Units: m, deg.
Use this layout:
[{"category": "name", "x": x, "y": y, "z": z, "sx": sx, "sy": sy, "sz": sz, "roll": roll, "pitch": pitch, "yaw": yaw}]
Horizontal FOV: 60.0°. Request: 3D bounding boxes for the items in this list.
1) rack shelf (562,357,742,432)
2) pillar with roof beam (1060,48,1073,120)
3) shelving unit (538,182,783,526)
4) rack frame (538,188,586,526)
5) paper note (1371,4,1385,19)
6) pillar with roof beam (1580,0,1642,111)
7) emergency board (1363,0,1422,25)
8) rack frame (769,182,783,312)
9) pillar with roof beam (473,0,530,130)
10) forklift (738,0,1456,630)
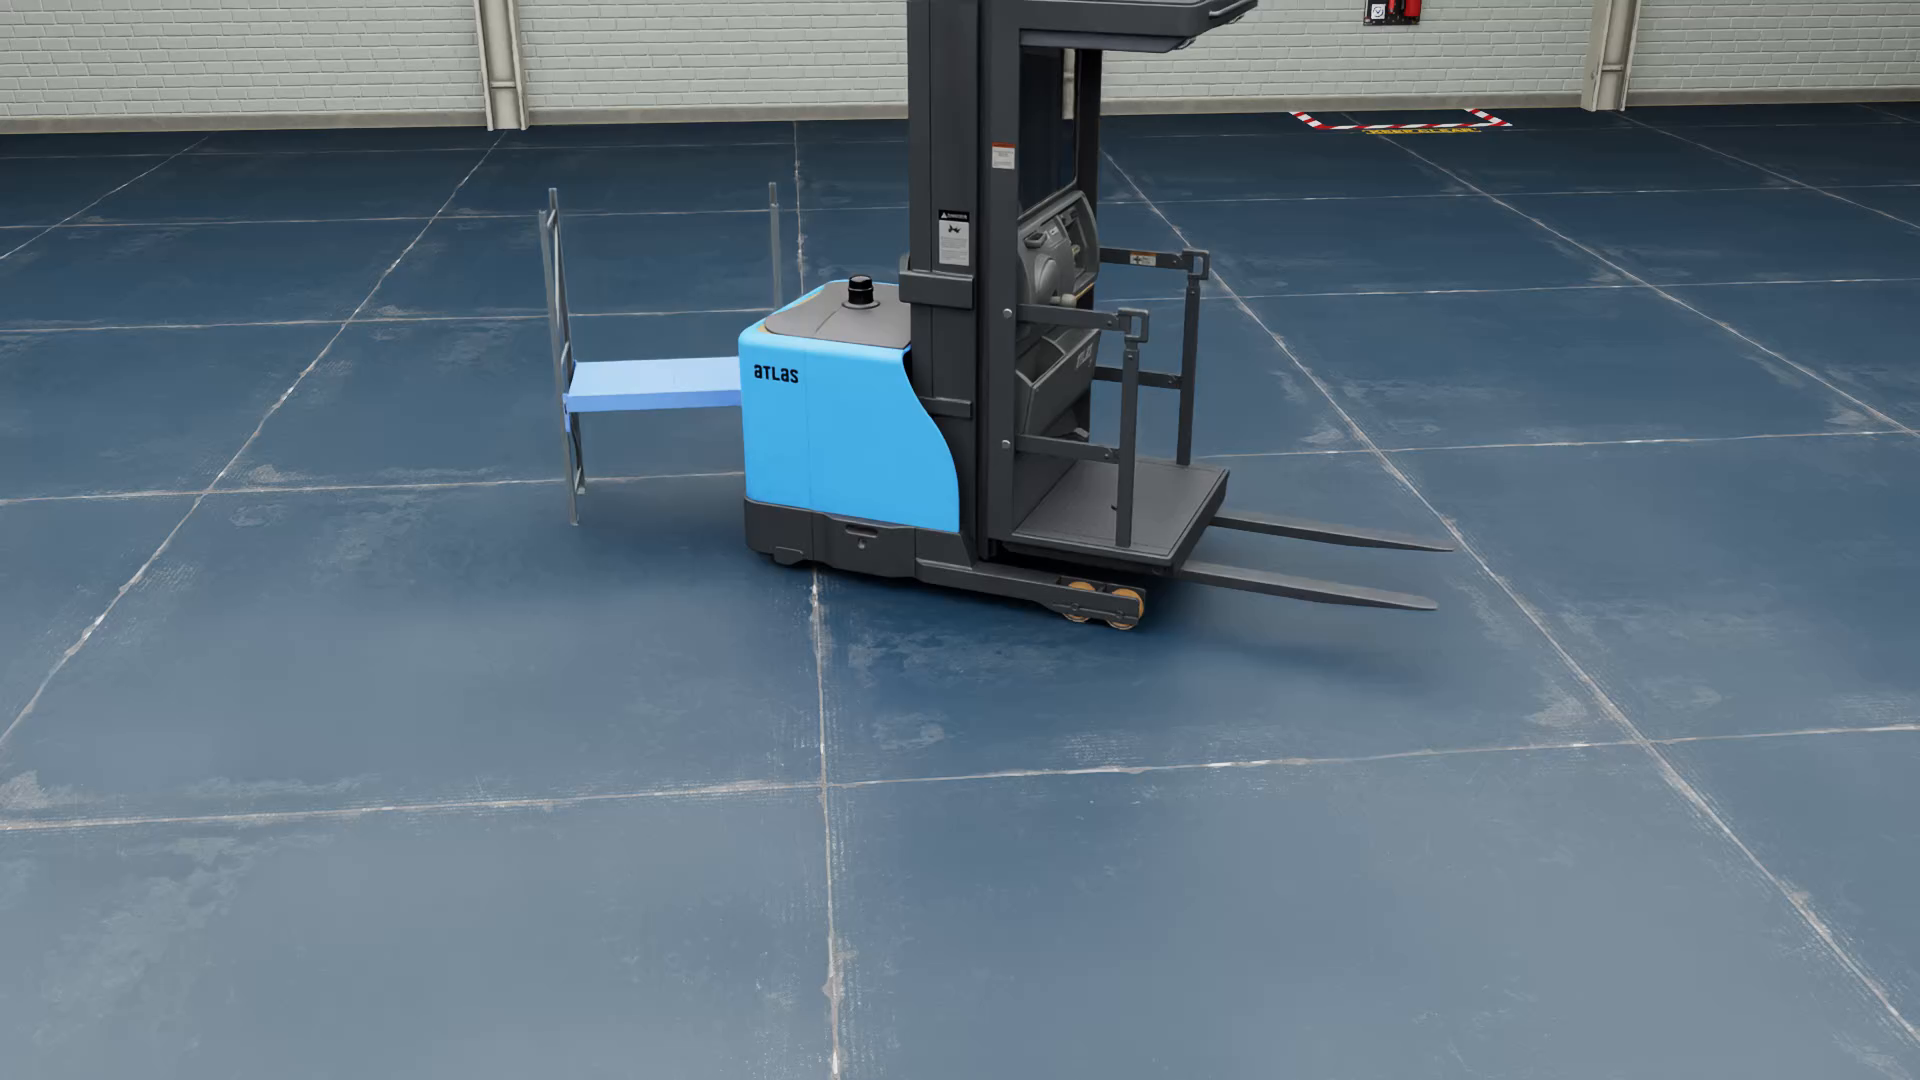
[{"category": "rack shelf", "x": -1.360, "y": -0.713, "z": 7.951, "sx": 1.000, "sy": 0.185, "sz": 0.538, "roll": -3, "pitch": 24, "yaw": -6}, {"category": "pillar with roof beam", "x": 1.638, "y": -6.963, "z": 12.336, "sx": 0.400, "sy": 9.000, "sz": 9.100, "roll": -2, "pitch": 24, "yaw": -5}, {"category": "shelving unit", "x": -1.360, "y": -0.878, "z": 7.878, "sx": 1.048, "sy": 1.500, "sz": 0.538, "roll": -3, "pitch": 24, "yaw": -6}, {"category": "rack frame", "x": -1.865, "y": -0.852, "z": 7.821, "sx": 0.032, "sy": 1.500, "sz": 0.500, "roll": -3, "pitch": 24, "yaw": -6}, {"category": "paper note", "x": 4.540, "y": -5.736, "z": 18.047, "sx": 0.142, "sy": 0.148, "sz": 0.016, "roll": -2, "pitch": 24, "yaw": -5}, {"category": "pillar with roof beam", "x": 7.609, "y": -7.203, "z": 12.875, "sx": 0.400, "sy": 9.000, "sz": 9.100, "roll": -2, "pitch": 24, "yaw": -5}, {"category": "emergency board", "x": 4.723, "y": -6.118, "z": 17.821, "sx": 0.643, "sy": 1.169, "sz": 0.194, "roll": -2, "pitch": 24, "yaw": -5}, {"category": "rack frame", "x": -0.856, "y": -0.903, "z": 7.935, "sx": 0.032, "sy": 1.500, "sz": 0.500, "roll": -3, "pitch": 24, "yaw": -6}, {"category": "pillar with roof beam", "x": -4.333, "y": -6.723, "z": 11.797, "sx": 0.400, "sy": 9.000, "sz": 9.100, "roll": -2, "pitch": 24, "yaw": -5}, {"category": "forklift", "x": 0.600, "y": -1.211, "z": 6.867, "sx": 3.031, "sy": 2.935, "sz": 1.130, "roll": 9, "pitch": 26, "yaw": 19}]
